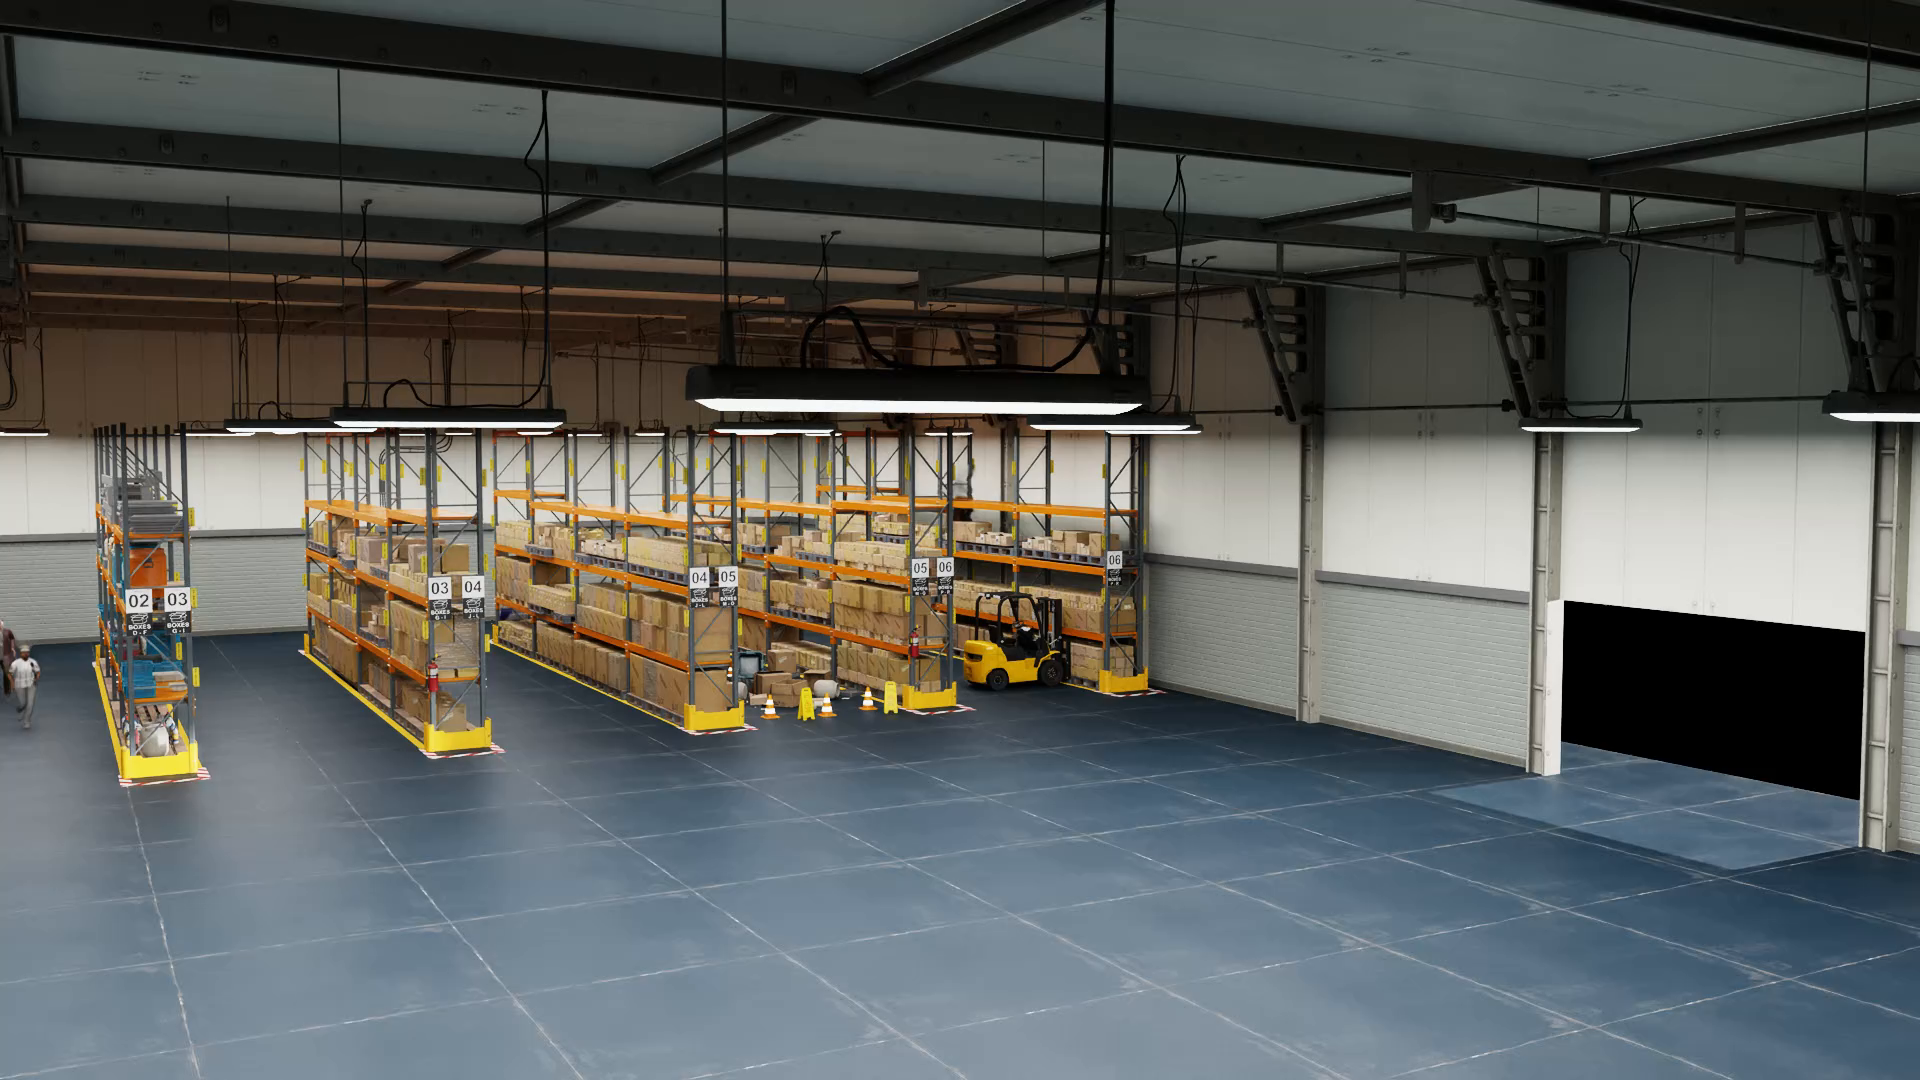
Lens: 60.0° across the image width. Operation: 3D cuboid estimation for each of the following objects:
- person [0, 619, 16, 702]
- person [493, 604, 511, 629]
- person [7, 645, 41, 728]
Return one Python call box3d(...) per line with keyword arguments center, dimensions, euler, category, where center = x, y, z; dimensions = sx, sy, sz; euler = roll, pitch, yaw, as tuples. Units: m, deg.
box3d(center=(-21.052, 2.631, 36.452), dimensions=(0.672, 1.850, 0.809), euler=(-3, 4, -38), category="person")
box3d(center=(-13.285, 2.051, 48.229), dimensions=(0.500, 1.537, 0.808), euler=(0, 3, -5), category="person")
box3d(center=(-18.521, 2.905, 32.960), dimensions=(0.574, 1.644, 0.561), euler=(-3, 4, -39), category="person")
